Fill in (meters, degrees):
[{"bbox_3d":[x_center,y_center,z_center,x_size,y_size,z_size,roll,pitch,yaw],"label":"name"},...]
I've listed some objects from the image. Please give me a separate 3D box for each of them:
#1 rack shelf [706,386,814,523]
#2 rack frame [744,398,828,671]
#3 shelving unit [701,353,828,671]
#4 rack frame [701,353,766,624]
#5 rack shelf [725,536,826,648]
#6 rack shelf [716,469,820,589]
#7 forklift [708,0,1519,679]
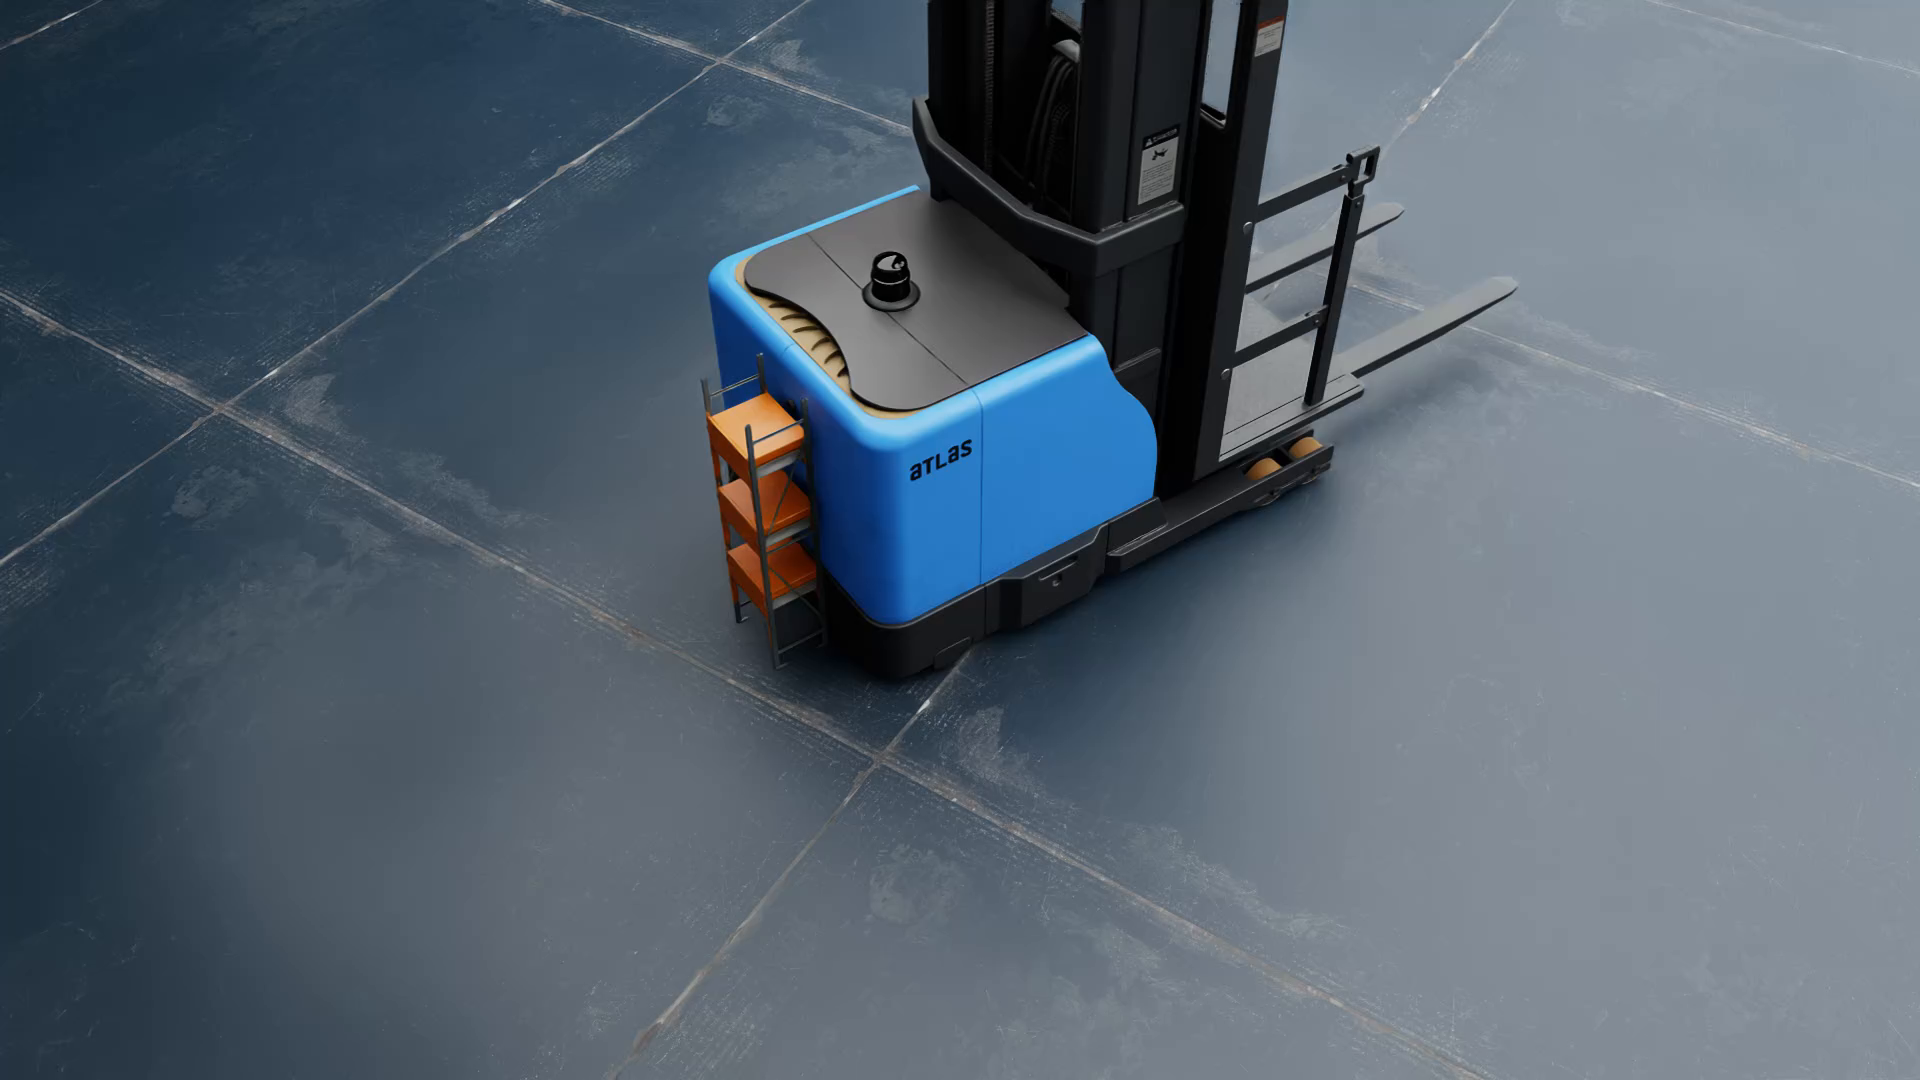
[{"bbox_3d":[-0.583,-0.251,4.881,0.215,0.259,0.240,-27,52,-24],"label":"rack shelf"},{"bbox_3d":[-0.512,0.011,5.007,0.200,1.050,0.008,-27,52,-24],"label":"rack frame"},{"bbox_3d":[-0.583,-0.060,5.077,0.215,1.050,0.252,-27,52,-24],"label":"shelving unit"},{"bbox_3d":[-0.654,-0.132,5.146,0.200,1.050,0.008,-27,52,-24],"label":"rack frame"},{"bbox_3d":[-0.583,0.141,5.284,0.215,0.259,0.240,-27,52,-24],"label":"rack shelf"},{"bbox_3d":[-0.583,-0.053,5.084,0.215,0.259,0.240,-27,52,-24],"label":"rack shelf"},{"bbox_3d":[0.715,-1.431,5.097,3.031,2.935,1.130,-26,51,-23],"label":"forklift"}]
